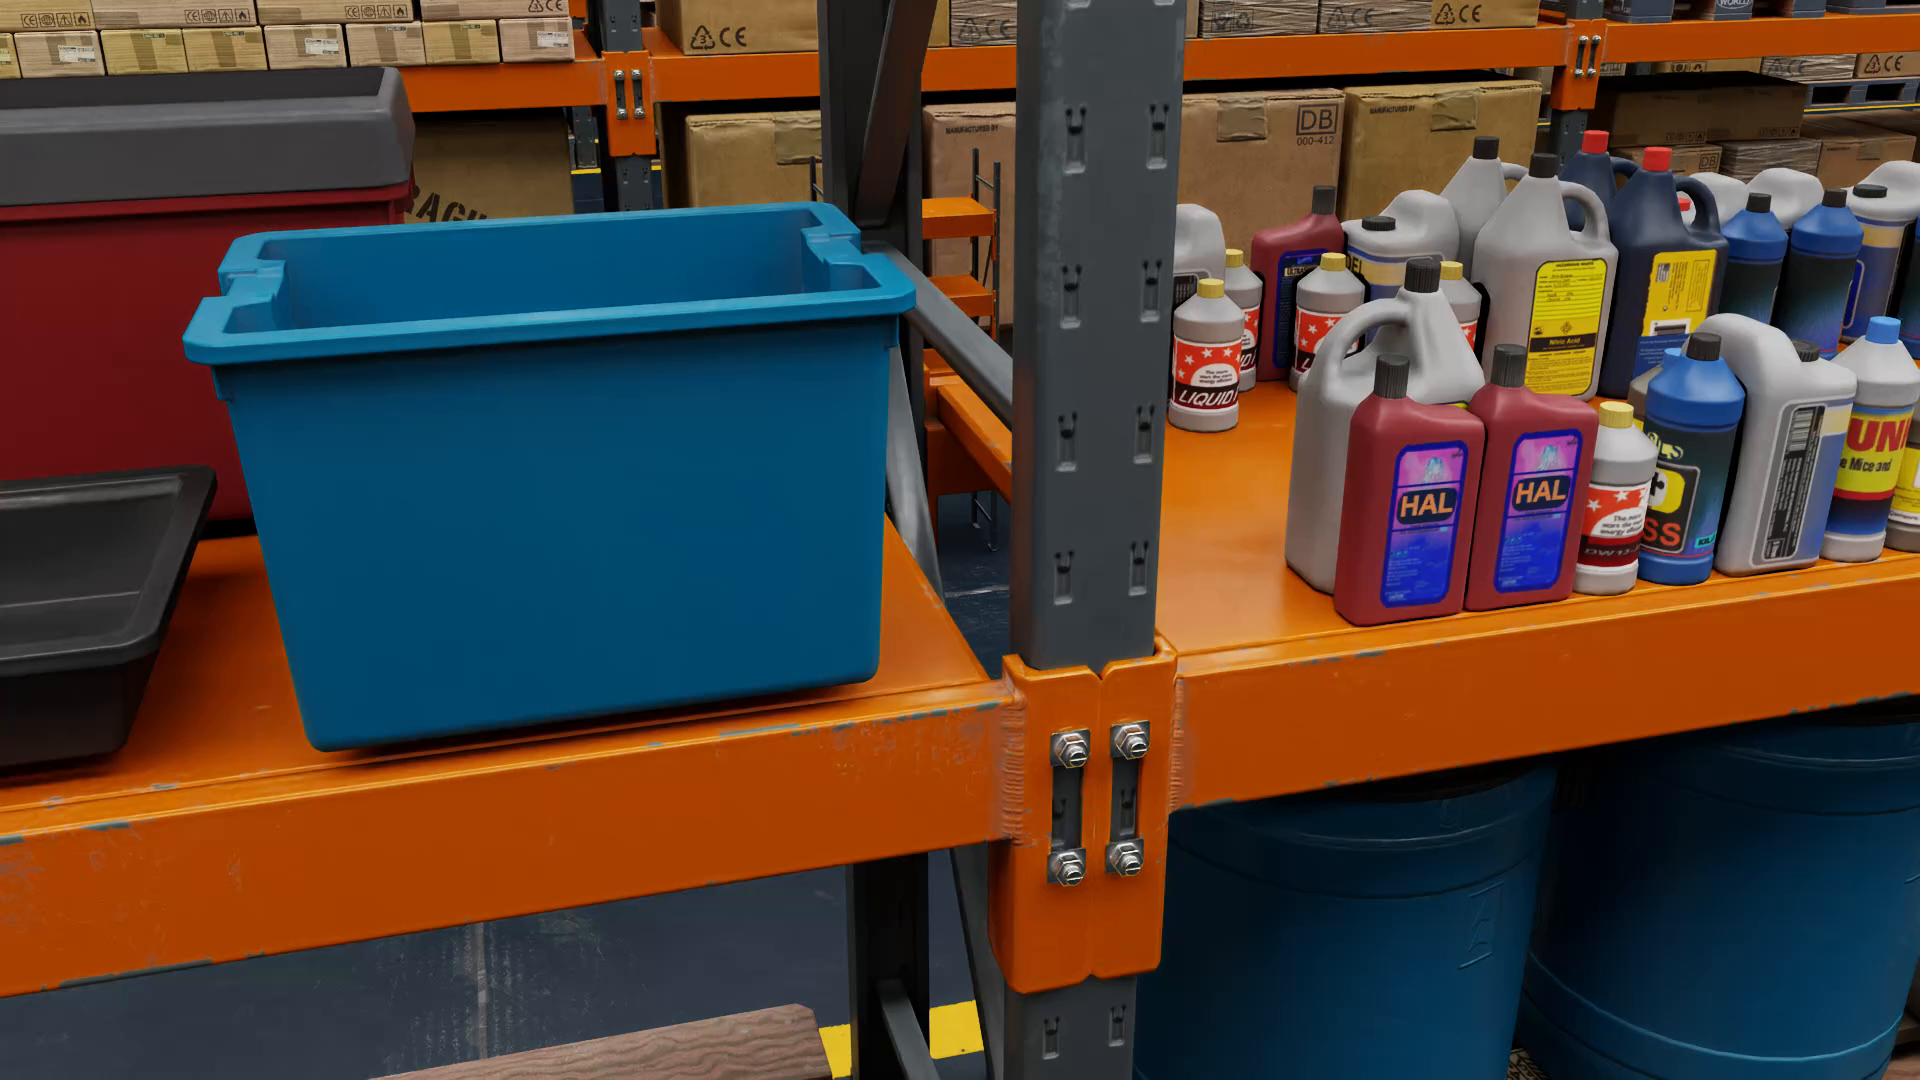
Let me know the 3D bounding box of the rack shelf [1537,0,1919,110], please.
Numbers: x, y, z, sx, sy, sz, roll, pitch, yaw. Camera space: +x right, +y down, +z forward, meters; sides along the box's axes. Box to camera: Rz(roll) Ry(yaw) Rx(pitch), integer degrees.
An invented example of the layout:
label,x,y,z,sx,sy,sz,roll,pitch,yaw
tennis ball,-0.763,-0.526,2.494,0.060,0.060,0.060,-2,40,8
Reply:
label,x,y,z,sx,sy,sz,roll,pitch,yaw
rack shelf,4.437,-2.420,7.998,4.000,0.370,1.077,-6,24,-14

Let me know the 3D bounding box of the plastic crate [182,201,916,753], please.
label,x,y,z,sx,sy,sz,roll,pitch,yaw
plastic crate,-0.359,-0.072,1.557,0.575,0.384,0.392,-6,24,-14

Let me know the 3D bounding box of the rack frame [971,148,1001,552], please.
label,x,y,z,sx,sy,sz,roll,pitch,yaw
rack frame,0.076,-0.560,5.033,0.015,1.200,0.240,-6,24,-14

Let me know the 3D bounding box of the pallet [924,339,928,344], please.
label,x,y,z,sx,sy,sz,roll,pitch,yaw
pallet,-0.617,-0.941,7.174,1.213,0.211,1.003,-6,24,-14

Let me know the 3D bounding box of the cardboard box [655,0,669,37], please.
label,x,y,z,sx,sy,sz,roll,pitch,yaw
cardboard box,-0.963,-2.311,6.704,0.500,0.500,0.500,-6,24,-14

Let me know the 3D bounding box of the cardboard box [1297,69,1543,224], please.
label,x,y,z,sx,sy,sz,roll,pitch,yaw
cardboard box,1.841,-1.688,7.543,0.875,0.875,1.225,-7,24,-17

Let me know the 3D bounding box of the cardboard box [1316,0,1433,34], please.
label,x,y,z,sx,sy,sz,roll,pitch,yaw
cardboard box,1.622,-2.386,6.879,0.500,0.500,0.500,-7,24,-15

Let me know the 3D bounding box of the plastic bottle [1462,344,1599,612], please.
label,x,y,z,sx,sy,sz,roll,pitch,yaw
plastic bottle,0.595,-0.068,1.754,0.133,0.283,0.061,-6,24,-14

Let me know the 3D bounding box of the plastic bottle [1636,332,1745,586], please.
label,x,y,z,sx,sy,sz,roll,pitch,yaw
plastic bottle,0.795,-0.093,1.825,0.097,0.271,0.097,0,23,0

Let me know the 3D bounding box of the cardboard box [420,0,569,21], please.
label,x,y,z,sx,sy,sz,roll,pitch,yaw
cardboard box,-1.694,-2.032,5.995,0.500,0.250,0.500,-7,24,-15

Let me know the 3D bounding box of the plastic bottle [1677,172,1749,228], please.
label,x,y,z,sx,sy,sz,roll,pitch,yaw
plastic bottle,1.128,-0.431,2.608,0.135,0.276,0.152,-6,24,-14

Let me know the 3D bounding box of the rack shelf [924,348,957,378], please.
label,x,y,z,sx,sy,sz,roll,pitch,yaw
rack shelf,-0.159,-0.472,4.999,0.480,0.148,0.258,-6,24,-14

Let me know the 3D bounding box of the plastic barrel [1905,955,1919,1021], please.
label,x,y,z,sx,sy,sz,roll,pitch,yaw
plastic barrel,1.776,0.566,2.748,0.421,0.512,0.421,0,23,0

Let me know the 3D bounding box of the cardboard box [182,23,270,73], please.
label,x,y,z,sx,sy,sz,roll,pitch,yaw
cardboard box,-2.536,-1.729,5.794,0.250,0.149,0.380,-6,24,-13

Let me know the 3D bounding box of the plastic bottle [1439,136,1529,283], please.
label,x,y,z,sx,sy,sz,roll,pitch,yaw
plastic bottle,0.795,-0.430,2.511,0.185,0.351,0.144,-6,24,-14

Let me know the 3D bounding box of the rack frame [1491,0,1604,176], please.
label,x,y,z,sx,sy,sz,roll,pitch,yaw
rack frame,2.512,-2.537,7.359,0.127,3.000,1.000,-6,24,-14

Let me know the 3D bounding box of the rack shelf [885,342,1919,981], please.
label,x,y,z,sx,sy,sz,roll,pitch,yaw
rack shelf,1.924,-0.113,2.622,4.000,0.370,1.077,-6,24,-14

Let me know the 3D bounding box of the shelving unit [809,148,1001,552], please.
label,x,y,z,sx,sy,sz,roll,pitch,yaw
shelving unit,-0.159,-0.534,4.972,0.503,1.200,0.258,-6,24,-14

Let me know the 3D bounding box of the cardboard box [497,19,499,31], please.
label,x,y,z,sx,sy,sz,roll,pitch,yaw
cardboard box,-4.650,-4.863,15.496,0.875,0.438,0.875,-7,24,-15

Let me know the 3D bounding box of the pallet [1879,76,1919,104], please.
label,x,y,z,sx,sy,sz,roll,pitch,yaw
pallet,8.223,-3.887,14.041,1.213,0.211,1.003,-6,24,-14

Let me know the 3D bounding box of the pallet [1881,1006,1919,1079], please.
label,x,y,z,sx,sy,sz,roll,pitch,yaw
pallet,1.929,0.853,2.995,1.213,0.211,1.003,-6,24,-14

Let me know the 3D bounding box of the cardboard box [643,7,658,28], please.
label,x,y,z,sx,sy,sz,roll,pitch,yaw
cardboard box,-1.799,-3.372,10.992,0.500,0.250,0.500,-7,24,-17

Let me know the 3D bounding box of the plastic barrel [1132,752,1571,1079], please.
label,x,y,z,sx,sy,sz,roll,pitch,yaw
plastic barrel,0.527,0.489,2.435,0.708,0.901,0.600,-6,24,-14

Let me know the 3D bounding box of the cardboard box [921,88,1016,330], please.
label,x,y,z,sx,sy,sz,roll,pitch,yaw
cardboard box,0.131,-1.499,7.102,0.875,0.875,1.225,-7,24,-16

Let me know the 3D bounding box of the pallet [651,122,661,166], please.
label,x,y,z,sx,sy,sz,roll,pitch,yaw
pallet,-1.833,-2.807,11.524,1.213,0.211,1.003,-6,24,-14

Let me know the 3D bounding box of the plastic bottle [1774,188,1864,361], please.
label,x,y,z,sx,sy,sz,roll,pitch,yaw
plastic bottle,1.309,-0.398,2.537,0.097,0.271,0.097,0,23,0

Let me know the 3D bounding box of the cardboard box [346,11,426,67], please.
label,x,y,z,sx,sy,sz,roll,pitch,yaw
cardboard box,-2.040,-1.784,5.923,0.250,0.149,0.380,-7,24,-15

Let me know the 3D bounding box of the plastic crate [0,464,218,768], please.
label,x,y,z,sx,sy,sz,roll,pitch,yaw
plastic crate,-1.007,0.089,1.511,0.590,0.125,0.437,-6,24,-14

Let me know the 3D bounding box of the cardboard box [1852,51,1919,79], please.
label,x,y,z,sx,sy,sz,roll,pitch,yaw
cardboard box,7.490,-4.308,13.648,0.875,0.875,0.875,-7,24,-15

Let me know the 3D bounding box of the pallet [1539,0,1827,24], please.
label,x,y,z,sx,sy,sz,roll,pitch,yaw
pallet,3.169,-2.565,7.668,1.003,0.211,1.213,-6,24,-14

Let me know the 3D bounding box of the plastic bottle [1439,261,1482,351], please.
label,x,y,z,sx,sy,sz,roll,pitch,yaw
plastic bottle,0.694,-0.298,2.392,0.097,0.201,0.097,0,23,0

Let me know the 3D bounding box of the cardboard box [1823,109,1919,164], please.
label,x,y,z,sx,sy,sz,roll,pitch,yaw
cardboard box,4.763,-1.856,8.384,0.500,0.500,0.700,-8,25,-19

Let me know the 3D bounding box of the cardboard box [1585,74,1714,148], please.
label,x,y,z,sx,sy,sz,roll,pitch,yaw
cardboard box,3.149,-2.018,7.810,0.500,0.250,0.500,-5,24,-12

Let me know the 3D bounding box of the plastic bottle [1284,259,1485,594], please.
label,x,y,z,sx,sy,sz,roll,pitch,yaw
plastic bottle,0.464,-0.127,1.804,0.185,0.351,0.144,-6,24,-14

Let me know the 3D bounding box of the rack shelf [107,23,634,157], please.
label,x,y,z,sx,sy,sz,roll,pitch,yaw
rack shelf,-3.265,-1.568,6.012,4.000,0.370,1.077,-6,24,-14

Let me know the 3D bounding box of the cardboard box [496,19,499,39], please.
label,x,y,z,sx,sy,sz,roll,pitch,yaw
cardboard box,-1.967,-2.063,6.571,0.250,0.149,0.380,-7,24,-16

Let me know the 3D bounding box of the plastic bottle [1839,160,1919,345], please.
label,x,y,z,sx,sy,sz,roll,pitch,yaw
plastic bottle,1.480,-0.470,2.699,0.135,0.276,0.152,-6,24,-14

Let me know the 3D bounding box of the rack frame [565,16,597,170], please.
label,x,y,z,sx,sy,sz,roll,pitch,yaw
rack frame,-2.582,-4.005,10.780,0.127,3.000,1.000,-6,24,-14

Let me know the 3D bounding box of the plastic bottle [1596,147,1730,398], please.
label,x,y,z,sx,sy,sz,roll,pitch,yaw
plastic bottle,1.012,-0.395,2.430,0.185,0.351,0.144,-6,24,-14

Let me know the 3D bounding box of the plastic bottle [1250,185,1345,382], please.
label,x,y,z,sx,sy,sz,roll,pitch,yaw
plastic bottle,0.501,-0.384,2.489,0.133,0.283,0.061,-6,24,-14

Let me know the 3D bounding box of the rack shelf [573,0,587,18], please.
label,x,y,z,sx,sy,sz,roll,pitch,yaw
rack shelf,-0.657,-3.888,11.418,4.000,0.370,1.077,-6,24,-14

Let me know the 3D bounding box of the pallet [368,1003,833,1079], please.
label,x,y,z,sx,sy,sz,roll,pitch,yaw
pallet,-0.699,1.144,2.317,1.213,0.211,1.003,-6,24,-14

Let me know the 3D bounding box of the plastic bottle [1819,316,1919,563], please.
label,x,y,z,sx,sy,sz,roll,pitch,yaw
plastic bottle,1.018,-0.117,1.882,0.097,0.271,0.097,0,23,0

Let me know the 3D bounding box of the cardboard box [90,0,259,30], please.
label,x,y,z,sx,sy,sz,roll,pitch,yaw
cardboard box,-2.683,-1.922,5.738,0.500,0.250,0.500,-6,24,-13

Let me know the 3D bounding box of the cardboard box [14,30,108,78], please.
label,x,y,z,sx,sy,sz,roll,pitch,yaw
cardboard box,-3.027,-1.675,5.669,0.250,0.149,0.380,-6,24,-14

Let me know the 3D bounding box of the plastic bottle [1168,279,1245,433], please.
label,x,y,z,sx,sy,sz,roll,pitch,yaw
plastic bottle,0.342,-0.259,2.301,0.097,0.201,0.097,0,23,0

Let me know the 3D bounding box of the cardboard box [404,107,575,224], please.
label,x,y,z,sx,sy,sz,roll,pitch,yaw
cardboard box,-1.997,-1.288,6.609,0.875,0.875,0.875,-6,24,-14

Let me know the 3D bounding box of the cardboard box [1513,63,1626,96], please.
label,x,y,z,sx,sy,sz,roll,pitch,yaw
cardboard box,4.547,-3.916,12.893,0.750,0.750,1.050,-6,24,-15

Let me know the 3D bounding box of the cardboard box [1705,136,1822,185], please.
label,x,y,z,sx,sy,sz,roll,pitch,yaw
cardboard box,3.682,-1.734,8.098,0.500,0.500,0.700,-8,25,-19

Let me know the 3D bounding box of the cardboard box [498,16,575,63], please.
label,x,y,z,sx,sy,sz,roll,pitch,yaw
cardboard box,-1.545,-1.839,6.050,0.250,0.149,0.380,-6,24,-14

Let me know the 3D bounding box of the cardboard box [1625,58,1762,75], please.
label,x,y,z,sx,sy,sz,roll,pitch,yaw
cardboard box,5.745,-4.114,13.196,0.875,0.875,0.875,-6,24,-14

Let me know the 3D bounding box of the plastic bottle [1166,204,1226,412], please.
label,x,y,z,sx,sy,sz,roll,pitch,yaw
plastic bottle,0.290,-0.339,2.392,0.135,0.276,0.152,-6,24,-14

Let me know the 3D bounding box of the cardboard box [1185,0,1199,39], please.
label,x,y,z,sx,sy,sz,roll,pitch,yaw
cardboard box,0.633,-2.275,6.622,0.500,0.500,0.500,-6,24,-13

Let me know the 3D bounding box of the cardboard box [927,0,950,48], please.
label,x,y,z,sx,sy,sz,roll,pitch,yaw
cardboard box,-0.346,-2.165,6.365,0.500,0.500,0.500,-6,24,-14
